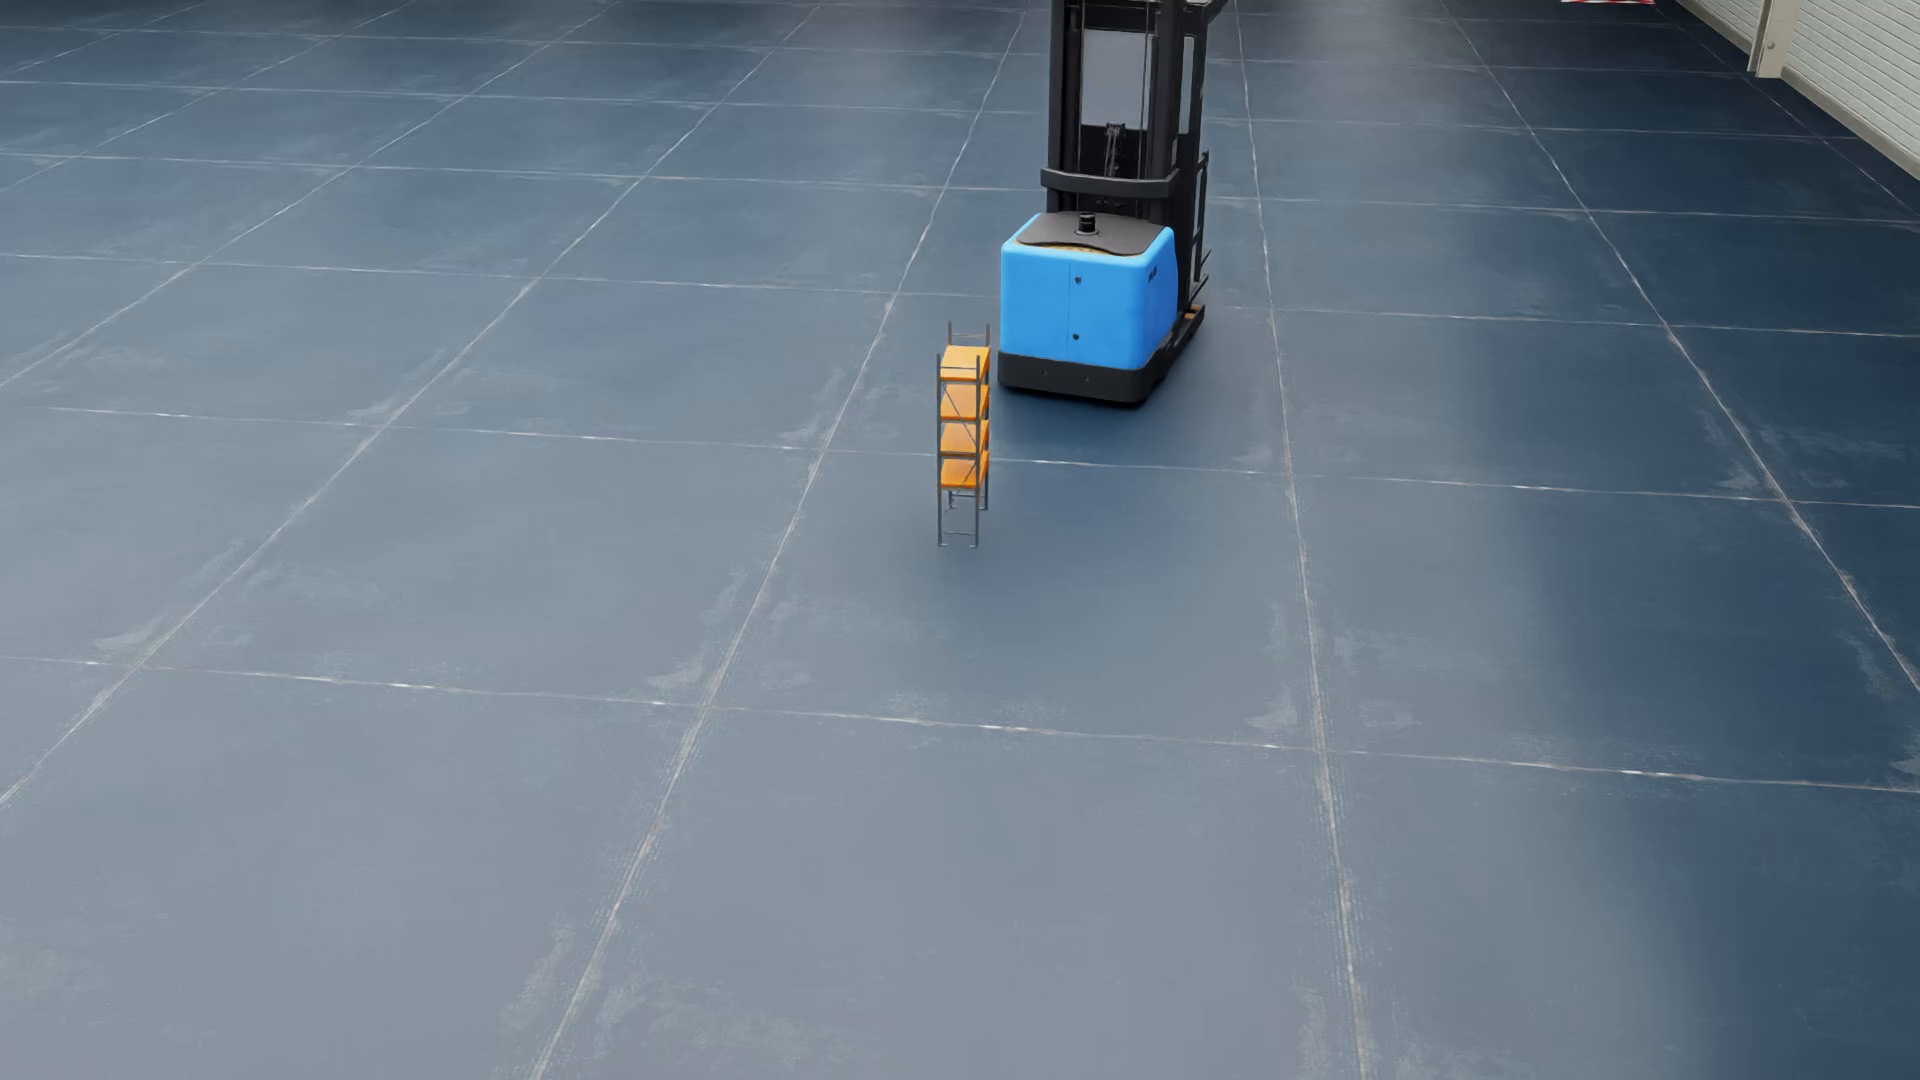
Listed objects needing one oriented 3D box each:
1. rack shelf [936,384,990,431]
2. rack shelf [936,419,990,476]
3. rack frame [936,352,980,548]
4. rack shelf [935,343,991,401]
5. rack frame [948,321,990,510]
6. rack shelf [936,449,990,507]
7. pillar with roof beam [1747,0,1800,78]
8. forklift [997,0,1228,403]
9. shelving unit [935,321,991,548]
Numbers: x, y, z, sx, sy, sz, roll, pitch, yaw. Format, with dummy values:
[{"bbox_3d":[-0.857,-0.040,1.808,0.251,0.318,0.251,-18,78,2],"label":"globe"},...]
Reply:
[{"bbox_3d":[0.020,-0.744,9.536,0.258,0.148,0.480,3,28,6],"label":"rack shelf"},{"bbox_3d":[0.020,-0.547,9.642,0.258,0.148,0.480,3,28,6],"label":"rack shelf"},{"bbox_3d":[-0.010,-0.491,9.397,0.240,1.200,0.015,3,28,6],"label":"rack frame"},{"bbox_3d":[0.020,-0.952,9.424,0.258,0.148,0.480,3,28,6],"label":"rack shelf"},{"bbox_3d":[0.050,-0.721,9.823,0.240,1.200,0.015,3,28,6],"label":"rack frame"},{"bbox_3d":[0.020,-0.372,9.736,0.258,0.148,0.480,3,28,6],"label":"rack shelf"},{"bbox_3d":[5.564,-9.908,18.653,9.100,9.000,0.400,3,28,6],"label":"pillar with roof beam"},{"bbox_3d":[1.246,-2.908,12.057,1.130,2.935,3.031,10,30,18],"label":"forklift"},{"bbox_3d":[0.020,-0.606,9.610,0.258,1.200,0.503,3,28,6],"label":"shelving unit"}]
